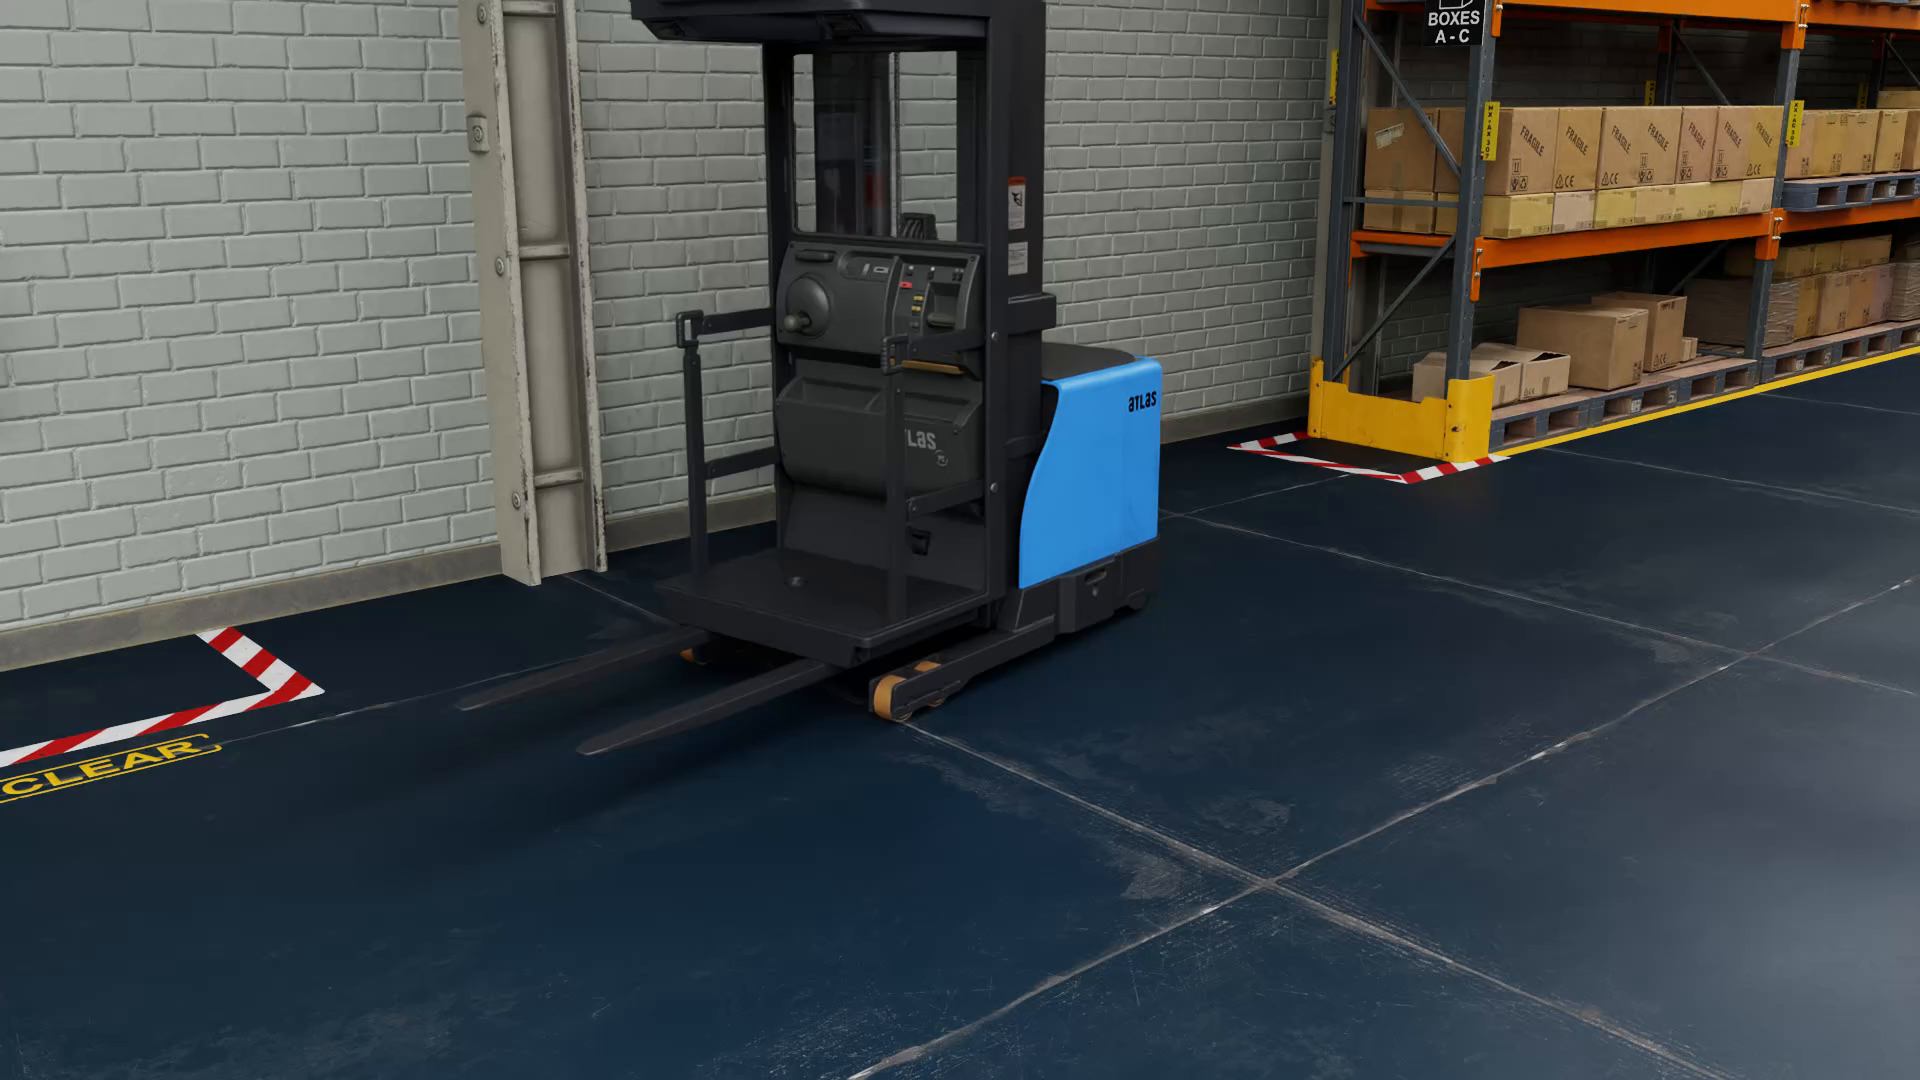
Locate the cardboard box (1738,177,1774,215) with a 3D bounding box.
[{"bbox_3d":[5.543,-2.510,12.086,0.500,0.250,0.500,-13,19,-39],"label":"cardboard box"}]

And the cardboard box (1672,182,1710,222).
[{"bbox_3d":[4.793,-2.339,11.446,0.500,0.250,0.500,-13,20,-40],"label":"cardboard box"}]

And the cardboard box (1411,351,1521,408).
[{"bbox_3d":[3.265,-1.048,10.717,0.500,0.311,0.500,13,20,41],"label":"cardboard box"}]

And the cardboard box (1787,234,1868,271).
[{"bbox_3d":[7.354,-2.452,14.156,0.500,0.250,0.500,-13,20,-40],"label":"cardboard box"}]

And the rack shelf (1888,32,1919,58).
[{"bbox_3d":[10.228,-4.830,16.101,4.000,0.370,1.077,-13,19,-39],"label":"rack shelf"}]

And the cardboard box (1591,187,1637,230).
[{"bbox_3d":[4.031,-2.168,10.807,0.500,0.250,0.500,-13,20,-40],"label":"cardboard box"}]

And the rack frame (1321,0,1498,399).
[{"bbox_3d":[2.684,-2.034,10.054,0.127,3.000,1.000,-13,19,-39],"label":"rack frame"}]

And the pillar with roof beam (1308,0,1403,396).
[{"bbox_3d":[5.470,-4.382,7.216,0.400,9.000,9.100,-13,19,-39],"label":"pillar with roof beam"}]

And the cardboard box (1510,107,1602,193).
[{"bbox_3d":[3.621,-2.438,10.364,0.500,0.500,0.500,-13,19,-39],"label":"cardboard box"}]

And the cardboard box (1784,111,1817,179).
[{"bbox_3d":[6.108,-3.052,12.819,0.500,0.500,0.700,-13,19,-39],"label":"cardboard box"}]

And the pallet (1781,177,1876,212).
[{"bbox_3d":[6.374,-2.720,12.994,1.213,0.211,1.003,-13,19,-39],"label":"pallet"}]

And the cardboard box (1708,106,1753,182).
[{"bbox_3d":[5.175,-2.786,11.665,0.500,0.500,0.500,-13,20,-40],"label":"cardboard box"}]

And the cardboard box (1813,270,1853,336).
[{"bbox_3d":[7.014,-2.021,13.994,0.500,0.500,0.700,-12,19,-39],"label":"cardboard box"}]

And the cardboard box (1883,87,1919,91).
[{"bbox_3d":[8.891,-4.081,15.453,0.500,0.250,0.500,-12,19,-38],"label":"cardboard box"}]

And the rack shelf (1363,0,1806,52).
[{"bbox_3d":[4.193,-3.475,11.028,4.000,0.370,1.077,-13,19,-39],"label":"rack shelf"}]

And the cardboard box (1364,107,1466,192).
[{"bbox_3d":[2.900,-2.455,10.428,0.500,0.500,0.500,-13,20,-40],"label":"cardboard box"}]

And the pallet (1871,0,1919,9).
[{"bbox_3d":[7.018,-4.331,13.202,1.003,0.211,1.213,-13,19,-39],"label":"pallet"}]

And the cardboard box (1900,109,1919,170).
[{"bbox_3d":[7.967,-3.469,14.378,0.700,0.500,0.500,14,20,42],"label":"cardboard box"}]

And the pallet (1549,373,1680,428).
[{"bbox_3d":[4.297,-1.036,11.721,1.213,0.211,1.003,-13,19,-39],"label":"pallet"}]

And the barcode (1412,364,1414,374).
[{"bbox_3d":[3.016,-1.133,11.019,0.075,0.075,0.001,-13,19,-39],"label":"barcode"}]

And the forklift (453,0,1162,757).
[{"bbox_3d":[-0.445,-0.917,6.005,1.130,2.935,3.031,11,19,37],"label":"forklift"}]

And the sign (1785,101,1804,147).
[{"bbox_3d":[6.064,-3.026,12.088,0.005,0.325,0.100,-13,19,-39],"label":"sign"}]

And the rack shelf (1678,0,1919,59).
[{"bbox_3d":[7.210,-4.152,13.565,4.000,0.370,1.077,-13,19,-39],"label":"rack shelf"}]

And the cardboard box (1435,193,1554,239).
[{"bbox_3d":[3.261,-1.992,10.149,0.500,0.250,0.500,-13,20,-41],"label":"cardboard box"}]

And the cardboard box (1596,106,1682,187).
[{"bbox_3d":[4.397,-2.614,11.023,0.500,0.500,0.500,-12,19,-38],"label":"cardboard box"}]

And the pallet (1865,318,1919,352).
[{"bbox_3d":[8.129,-1.910,14.993,1.213,0.211,1.003,-13,19,-39],"label":"pallet"}]

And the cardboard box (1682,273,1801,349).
[{"bbox_3d":[6.246,-1.845,13.335,0.500,0.500,0.700,-12,19,-38],"label":"cardboard box"}]

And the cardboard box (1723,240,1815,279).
[{"bbox_3d":[6.576,-2.282,13.520,0.500,0.250,0.500,-13,20,-41],"label":"cardboard box"}]

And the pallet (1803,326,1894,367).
[{"bbox_3d":[7.209,-1.705,14.223,1.213,0.211,1.003,-13,19,-39],"label":"pallet"}]

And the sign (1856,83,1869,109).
[{"bbox_3d":[8.352,-4.056,15.380,0.005,0.325,0.100,-13,19,-39],"label":"sign"}]

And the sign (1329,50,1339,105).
[{"bbox_3d":[2.335,-2.858,10.281,0.005,0.325,0.100,-13,19,-39],"label":"sign"}]

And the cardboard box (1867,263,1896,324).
[{"bbox_3d":[7.745,-2.198,14.657,0.500,0.500,0.700,-13,20,-39],"label":"cardboard box"}]

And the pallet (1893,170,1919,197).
[{"bbox_3d":[8.252,-3.155,14.622,1.003,0.211,1.213,-13,19,-39],"label":"pallet"}]

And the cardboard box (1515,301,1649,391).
[{"bbox_3d":[4.282,-1.350,11.483,0.500,0.500,0.700,-14,21,-43],"label":"cardboard box"}]

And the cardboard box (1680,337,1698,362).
[{"bbox_3d":[5.318,-1.459,12.538,0.380,0.166,0.250,13,20,40],"label":"cardboard box"}]

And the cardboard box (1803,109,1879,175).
[{"bbox_3d":[7.011,-3.263,13.608,0.500,0.500,0.700,-10,18,-32],"label":"cardboard box"}]

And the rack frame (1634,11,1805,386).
[{"bbox_3d":[5.702,-2.712,12.591,0.127,3.000,1.000,-13,19,-39],"label":"rack frame"}]
